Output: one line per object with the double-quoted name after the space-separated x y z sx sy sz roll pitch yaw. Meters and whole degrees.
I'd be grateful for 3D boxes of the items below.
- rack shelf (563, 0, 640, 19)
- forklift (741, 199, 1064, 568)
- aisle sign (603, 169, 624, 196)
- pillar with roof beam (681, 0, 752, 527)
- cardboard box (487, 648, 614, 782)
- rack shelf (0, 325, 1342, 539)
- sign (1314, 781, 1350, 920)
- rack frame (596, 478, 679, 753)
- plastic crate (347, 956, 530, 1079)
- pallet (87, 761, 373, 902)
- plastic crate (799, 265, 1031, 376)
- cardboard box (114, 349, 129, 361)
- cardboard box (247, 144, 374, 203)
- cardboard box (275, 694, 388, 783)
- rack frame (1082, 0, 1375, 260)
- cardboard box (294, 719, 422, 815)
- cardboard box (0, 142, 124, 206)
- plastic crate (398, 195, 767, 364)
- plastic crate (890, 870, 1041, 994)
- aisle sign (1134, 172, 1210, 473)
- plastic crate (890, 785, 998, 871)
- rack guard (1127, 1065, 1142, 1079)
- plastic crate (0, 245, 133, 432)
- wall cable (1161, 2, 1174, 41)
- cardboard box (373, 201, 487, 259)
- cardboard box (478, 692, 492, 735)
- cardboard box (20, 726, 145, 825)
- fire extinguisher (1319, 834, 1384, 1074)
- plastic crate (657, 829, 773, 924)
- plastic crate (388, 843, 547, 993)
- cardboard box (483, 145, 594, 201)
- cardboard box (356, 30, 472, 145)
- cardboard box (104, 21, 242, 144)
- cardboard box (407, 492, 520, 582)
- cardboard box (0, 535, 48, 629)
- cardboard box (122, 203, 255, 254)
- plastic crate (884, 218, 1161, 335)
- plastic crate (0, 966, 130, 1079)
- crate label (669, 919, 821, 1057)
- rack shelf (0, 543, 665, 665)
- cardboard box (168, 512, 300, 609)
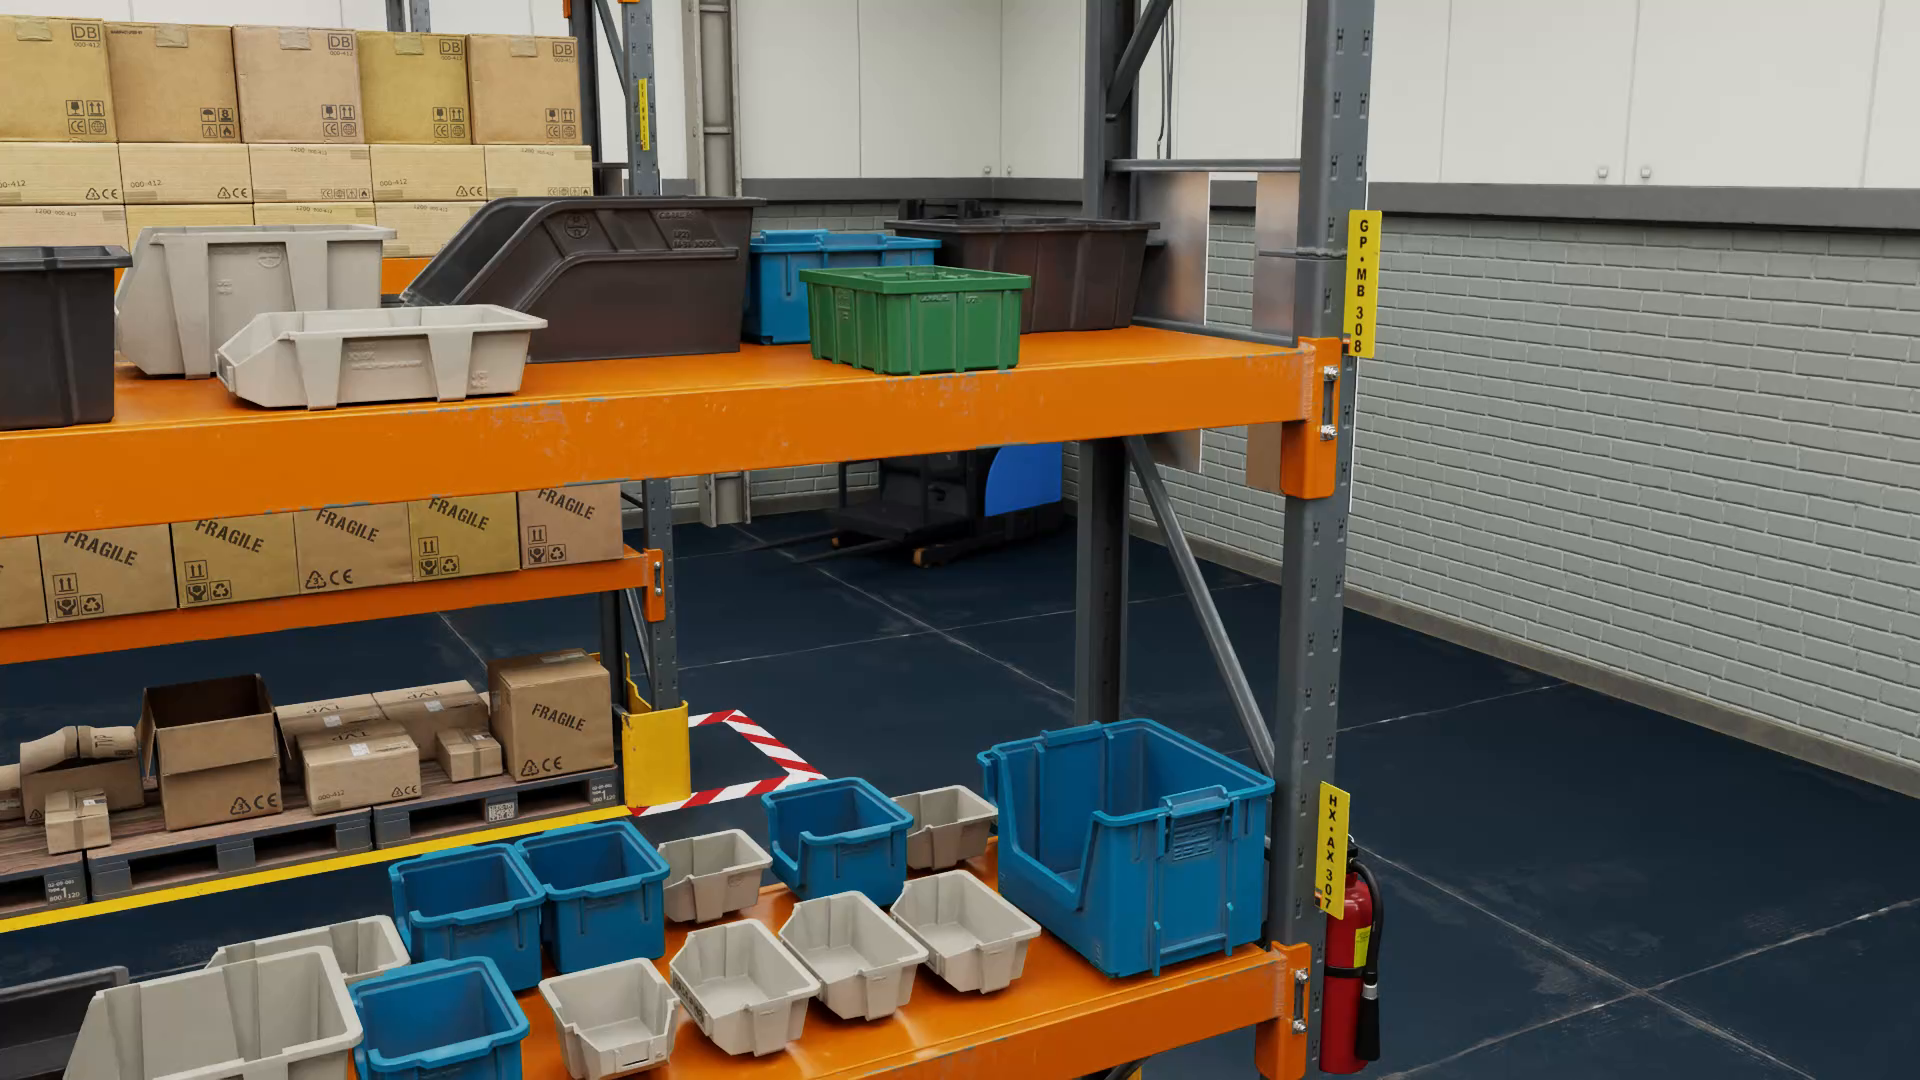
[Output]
-3.498 -2.588 7.257 4.000 0.370 1.077 -7 14 -28 "rack shelf"
-0.461 -1.325 13.823 1.130 2.935 3.031 12 17 42 "forklift"
-1.824 -1.556 8.769 0.004 0.787 0.394 -7 14 -28 "aisle sign"
-0.102 -3.726 10.669 0.400 9.000 9.100 -7 14 -28 "pillar with roof beam"
-2.102 0.886 8.532 0.500 0.500 0.500 -7 14 -28 "cardboard box"
-1.128 -0.171 3.343 4.000 0.370 1.077 -7 14 -28 "rack shelf"
0.905 0.756 4.047 0.005 0.325 0.100 -7 14 -28 "sign"
-1.743 -0.224 8.771 0.127 3.000 1.000 -7 14 -28 "rack frame"
-1.053 1.049 3.360 0.300 0.233 0.416 -7 14 -28 "plastic crate"
-3.578 1.356 8.102 1.213 0.211 1.003 -7 14 -28 "pallet"
-0.102 -0.470 3.516 0.336 0.188 0.450 -7 14 -28 "plastic crate"
-5.869 -1.112 12.033 0.700 0.700 0.980 -8 15 -31 "cardboard box"
-2.951 -1.650 7.481 0.500 0.250 0.500 -7 14 -28 "cardboard box"
-3.234 1.011 8.546 0.500 0.250 0.500 -7 14 -28 "cardboard box"
0.627 -2.196 3.869 0.127 3.000 1.000 -7 14 -28 "rack frame"
-2.950 1.102 8.141 0.500 0.250 0.500 -7 14 -28 "cardboard box"
-3.826 -1.544 7.007 0.500 0.250 0.500 -7 14 -28 "cardboard box"
-0.846 -0.594 3.727 0.767 0.338 0.504 -7 14 -28 "plastic crate"
-0.002 0.951 4.014 0.243 0.136 0.396 -7 14 -28 "plastic crate"
0.548 -0.602 4.531 0.004 0.787 0.394 -7 14 -28 "aisle sign"
-0.069 0.811 4.638 0.298 0.136 0.250 -7 14 -28 "plastic crate"
0.642 1.946 4.825 0.348 0.500 1.175 -7 14 -28 "rack guard"
-1.662 -0.325 2.689 0.590 0.269 0.497 -7 14 -28 "plastic crate"
2.312 -5.059 12.161 0.112 2.526 3.097 -7 14 -28 "wall cable"
-2.512 -1.459 7.768 0.500 0.250 0.500 -7 14 -28 "cardboard box"
-2.495 0.948 9.016 0.250 0.166 0.380 -7 14 -28 "cardboard box"
-4.231 1.101 8.008 0.500 0.311 0.500 -7 14 -28 "cardboard box"
0.977 1.023 4.259 0.183 0.674 0.296 -7 14 -28 "fire extinguisher"
-0.664 0.882 4.321 0.298 0.136 0.250 -7 14 -28 "plastic crate"
-1.166 0.916 3.950 0.300 0.233 0.416 -7 14 -28 "plastic crate"
-2.072 -1.755 7.945 0.500 0.250 0.500 -7 14 -28 "cardboard box"
-2.665 -2.130 7.906 0.500 0.500 0.700 -7 14 -28 "cardboard box"
-3.537 -2.022 7.427 0.500 0.500 0.700 -7 14 -28 "cardboard box"
-2.459 -0.118 8.072 0.500 0.500 0.500 -7 14 -27 "cardboard box"
-4.228 0.093 7.138 0.500 0.500 0.500 -7 14 -27 "cardboard box"
-3.391 -1.354 7.303 0.500 0.250 0.500 -7 14 -28 "cardboard box"
0.156 -0.682 4.272 0.590 0.269 0.497 -7 14 -28 "plastic crate"
-2.030 1.087 3.435 0.590 0.125 0.437 -7 14 -28 "plastic crate"
-0.496 1.013 3.740 0.243 0.136 0.396 -7 14 -28 "crate label"
-3.498 0.338 7.915 4.000 0.370 1.077 -7 14 -28 "rack shelf"
-3.342 -0.013 7.608 0.500 0.500 0.500 -7 14 -29 "cardboard box"
